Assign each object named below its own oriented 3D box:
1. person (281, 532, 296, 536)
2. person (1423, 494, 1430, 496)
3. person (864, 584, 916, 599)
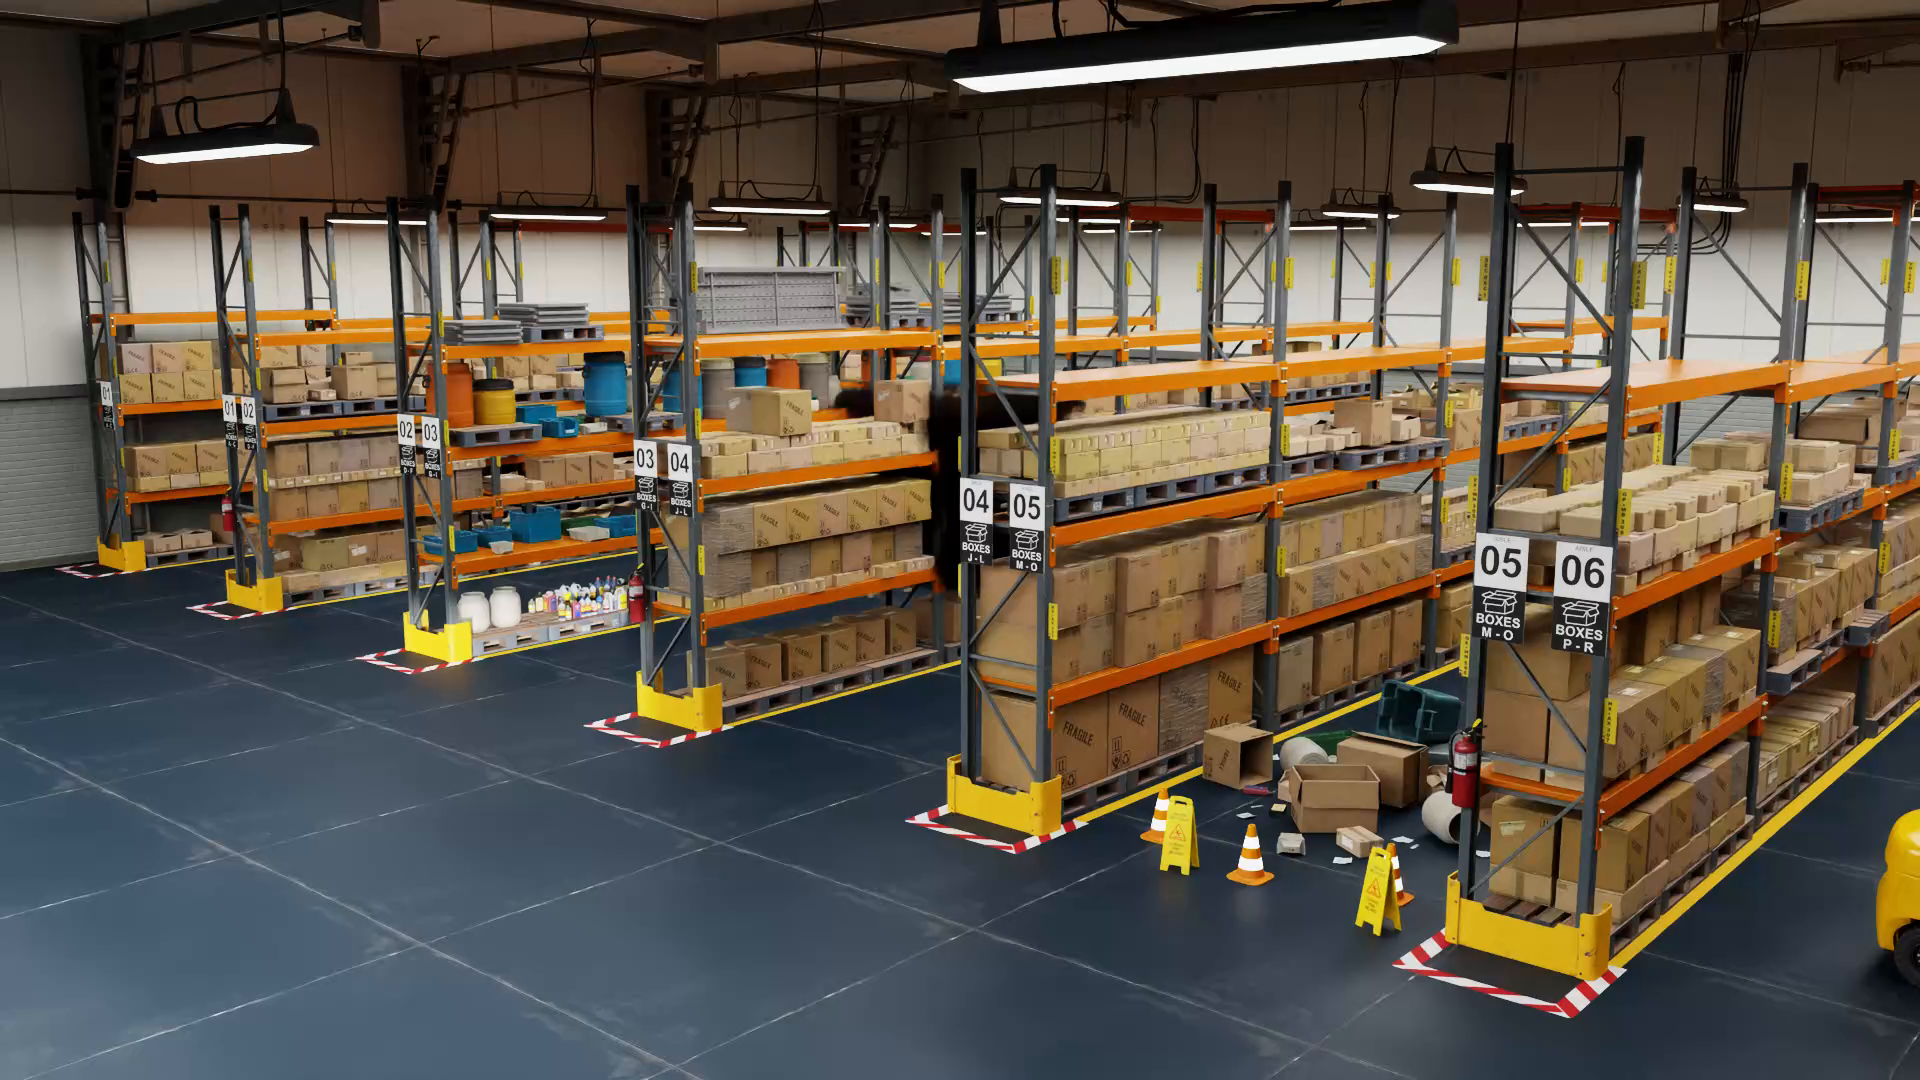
[{"bbox_3d":[-11.742,-0.423,28.820,0.516,1.660,0.611,-3,10,-18],"label":"person"},{"bbox_3d":[7.084,0.186,25.358,1.032,1.590,0.624,-9,13,-42],"label":"person"},{"bbox_3d":[-1.022,0.029,24.363,0.562,1.630,0.981,8,12,38],"label":"person"}]
